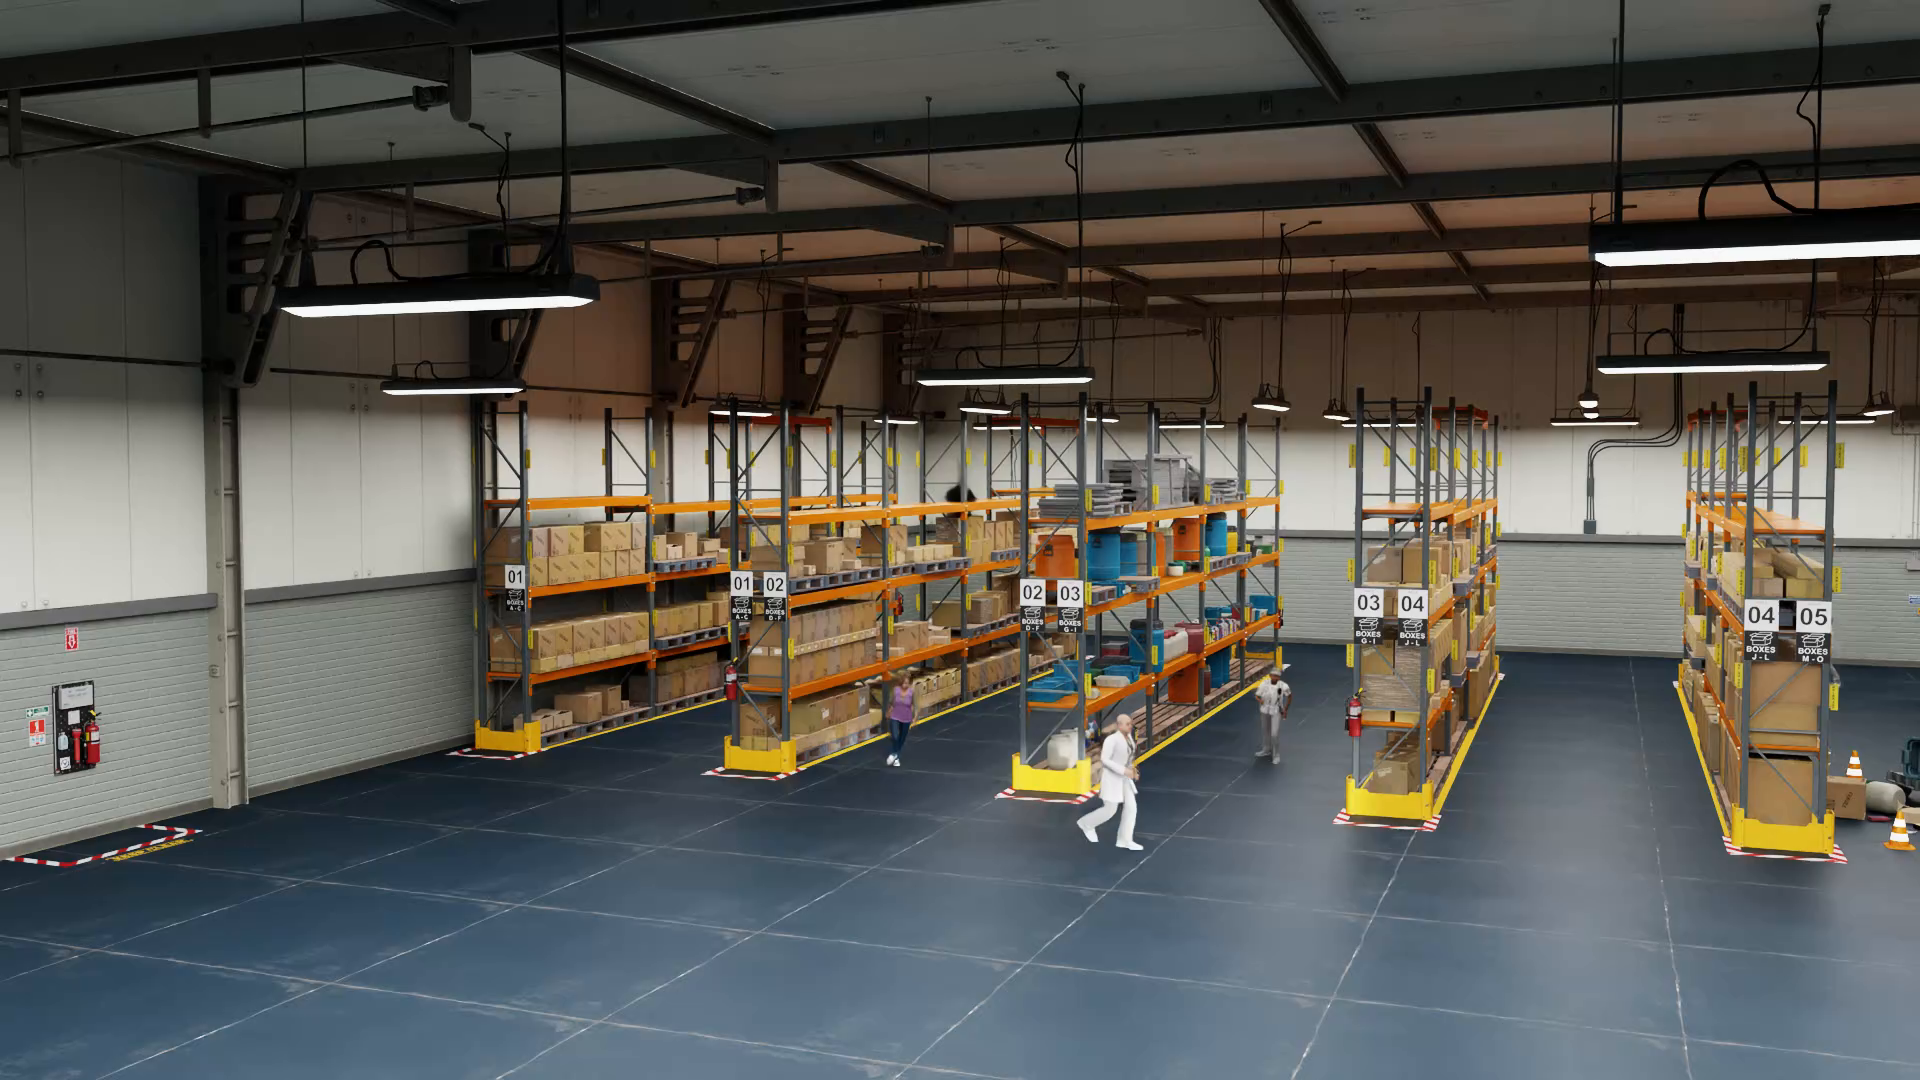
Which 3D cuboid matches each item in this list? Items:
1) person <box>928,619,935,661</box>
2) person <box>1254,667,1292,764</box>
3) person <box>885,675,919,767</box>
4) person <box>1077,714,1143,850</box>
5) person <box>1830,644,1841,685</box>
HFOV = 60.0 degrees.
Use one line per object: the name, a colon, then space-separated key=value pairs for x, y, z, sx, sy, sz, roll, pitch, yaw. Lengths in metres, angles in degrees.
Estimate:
person: x=-0.510 y=2.351 z=38.058 sx=0.608 sy=1.613 sz=0.684 roll=0 pitch=3 yaw=7
person: x=5.141 y=2.884 z=27.599 sx=0.658 sy=1.618 sz=0.830 roll=2 pitch=3 yaw=30
person: x=-0.933 y=2.928 z=26.862 sx=0.514 sy=1.526 sz=0.682 roll=0 pitch=3 yaw=-9
person: x=1.938 y=3.093 z=21.421 sx=0.933 sy=1.743 sz=0.706 roll=2 pitch=4 yaw=40
person: x=18.947 y=2.438 z=36.509 sx=0.679 sy=1.620 sz=0.630 roll=1 pitch=3 yaw=11
